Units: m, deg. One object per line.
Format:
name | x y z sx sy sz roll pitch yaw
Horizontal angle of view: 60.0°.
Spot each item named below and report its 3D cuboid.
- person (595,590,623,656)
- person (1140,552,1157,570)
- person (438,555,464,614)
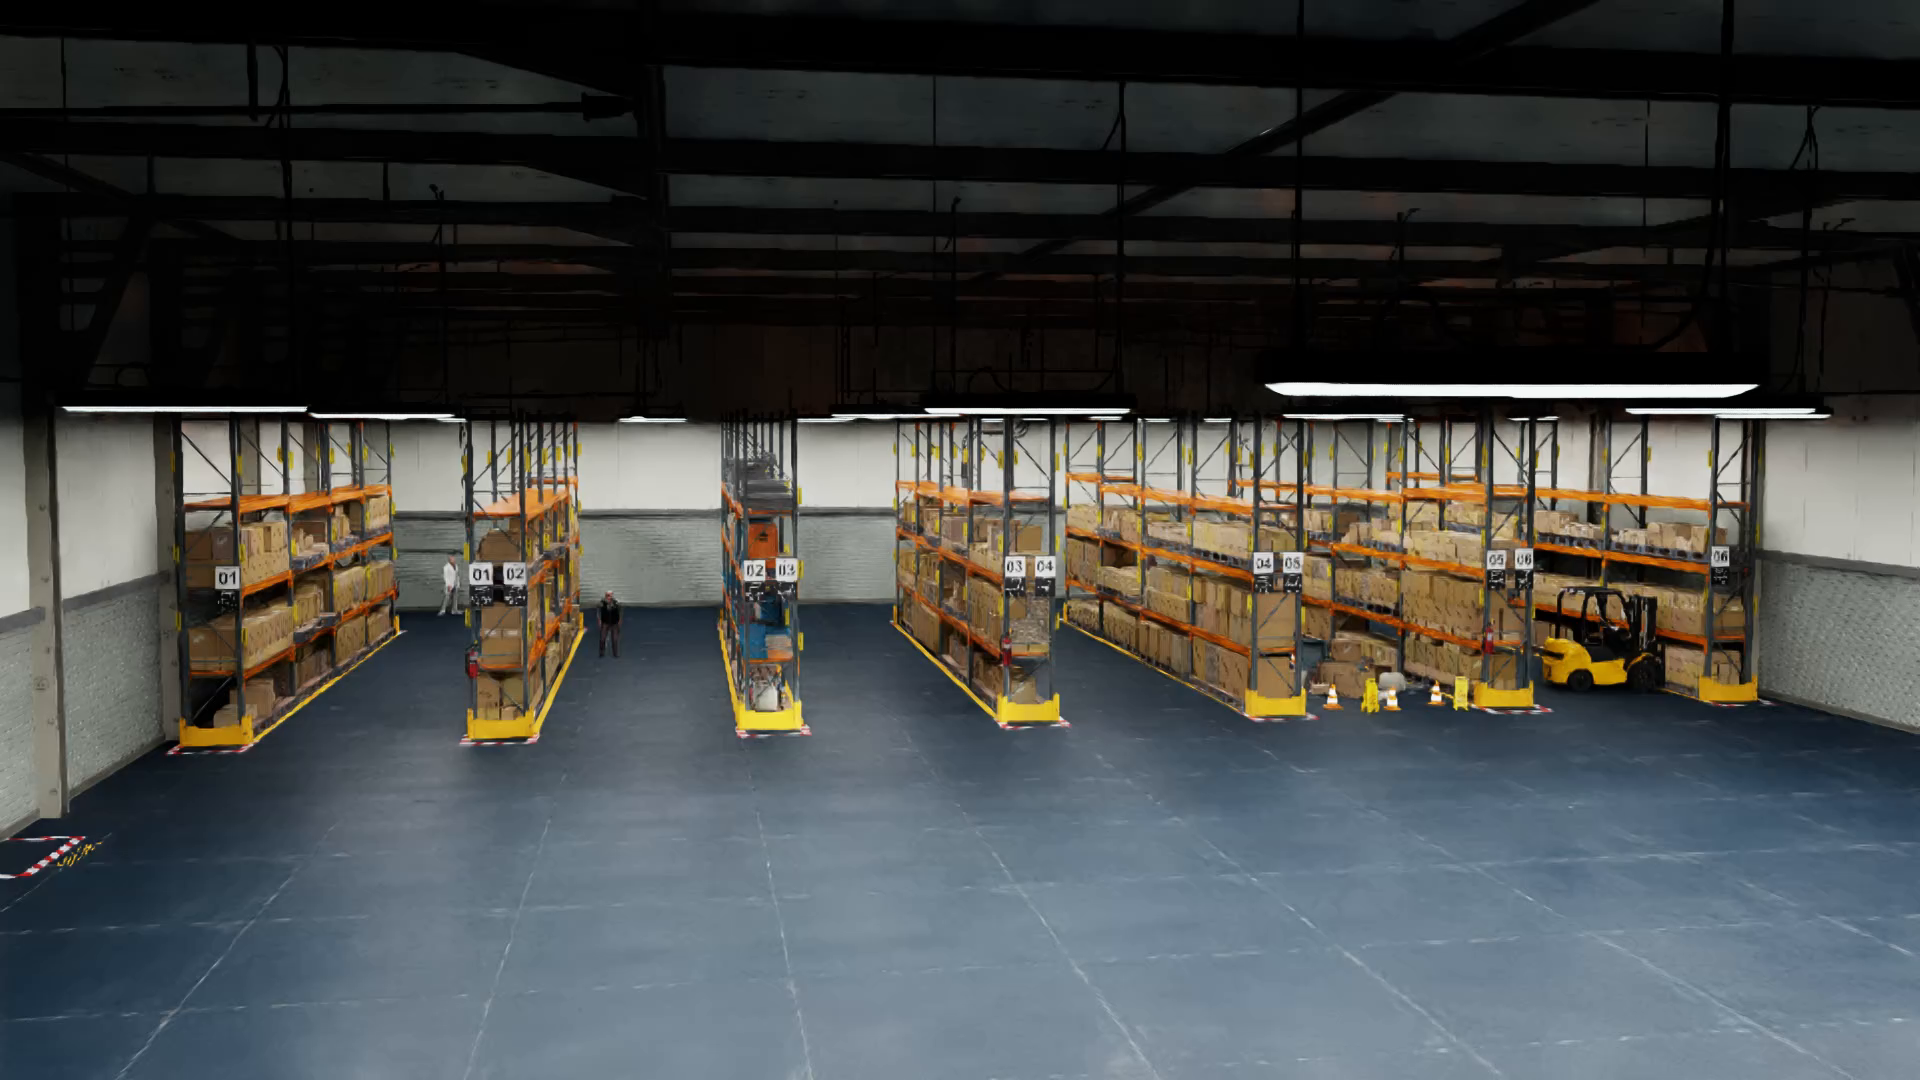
person | -8.625 2.041 40.927 0.677 1.674 0.534 -1 4 -11
person | 6.109 1.116 53.598 0.626 1.753 0.582 2 4 27
person | -15.377 1.346 50.042 0.494 1.775 0.743 2 5 28
